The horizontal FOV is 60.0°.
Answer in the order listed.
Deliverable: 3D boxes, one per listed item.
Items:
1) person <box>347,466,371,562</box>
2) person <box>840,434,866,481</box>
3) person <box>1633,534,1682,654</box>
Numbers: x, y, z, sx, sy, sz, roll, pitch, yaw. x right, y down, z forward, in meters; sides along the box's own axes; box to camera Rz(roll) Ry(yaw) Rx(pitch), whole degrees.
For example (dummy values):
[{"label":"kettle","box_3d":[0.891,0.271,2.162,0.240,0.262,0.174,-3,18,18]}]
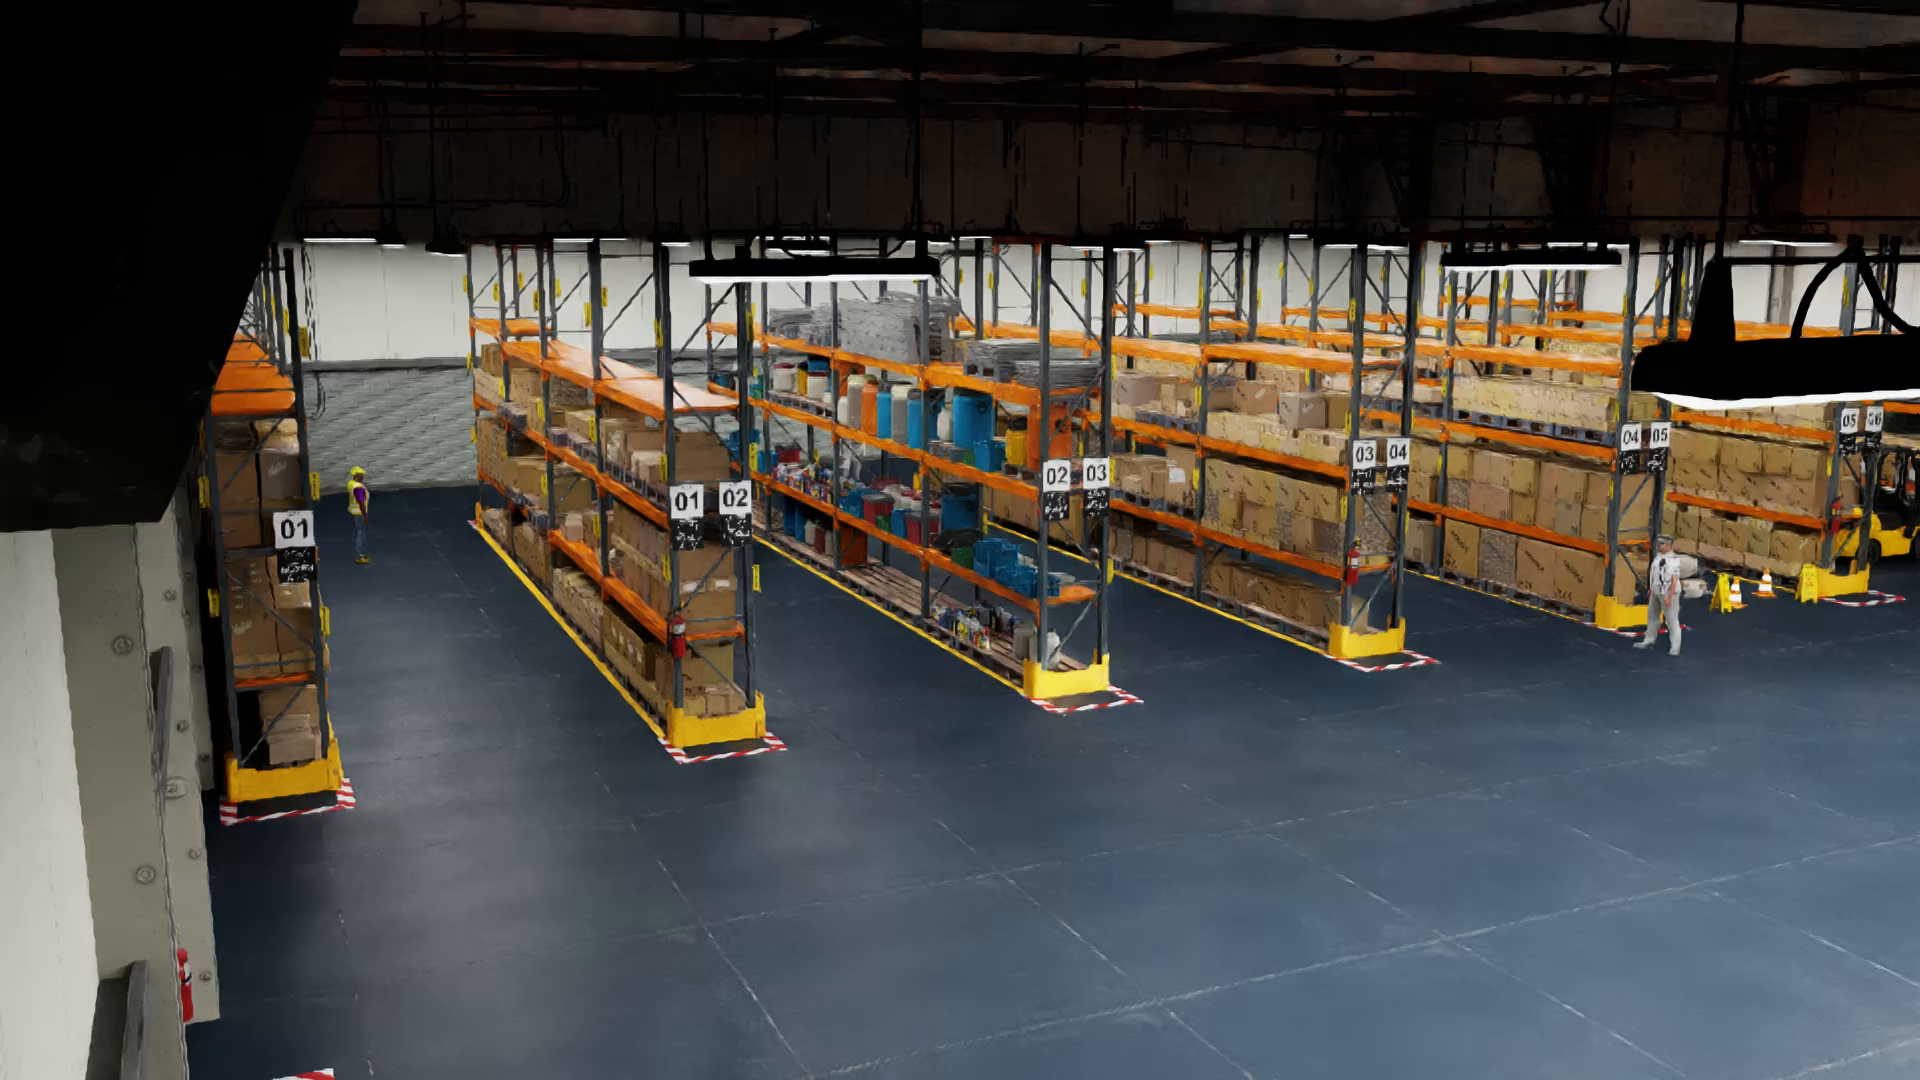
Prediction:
[{"label":"person","box_3d":[-11.170,-0.500,30.970,0.390,1.767,0.673,-8,14,-35]},{"label":"person","box_3d":[-2.532,-1.892,38.359,0.729,1.733,0.546,-5,12,-25]},{"label":"person","box_3d":[10.320,0.772,24.476,0.577,1.745,0.673,-2,11,-9]}]
